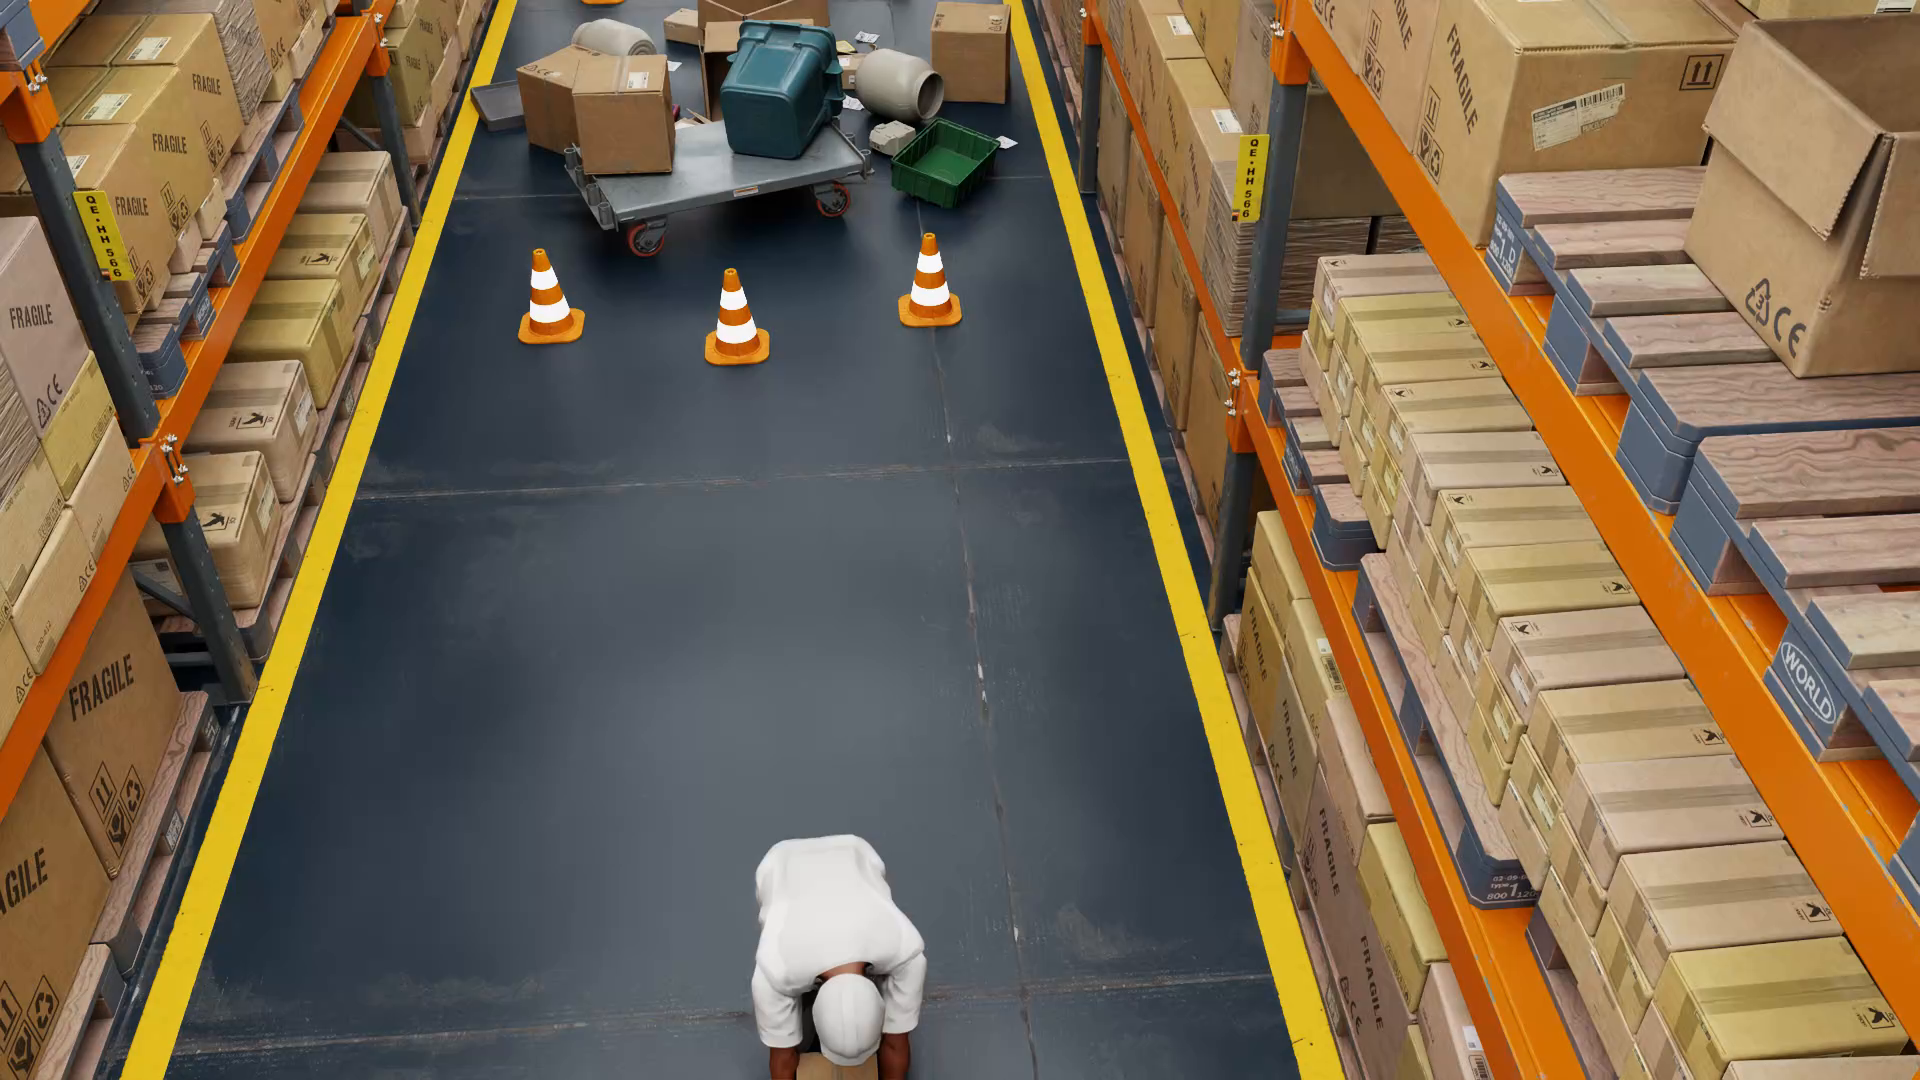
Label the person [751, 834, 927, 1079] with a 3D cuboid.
[{"bbox_3d":[-0.378,1.385,5.240,0.531,0.863,0.943,-4,39,-5],"label":"person"}]
